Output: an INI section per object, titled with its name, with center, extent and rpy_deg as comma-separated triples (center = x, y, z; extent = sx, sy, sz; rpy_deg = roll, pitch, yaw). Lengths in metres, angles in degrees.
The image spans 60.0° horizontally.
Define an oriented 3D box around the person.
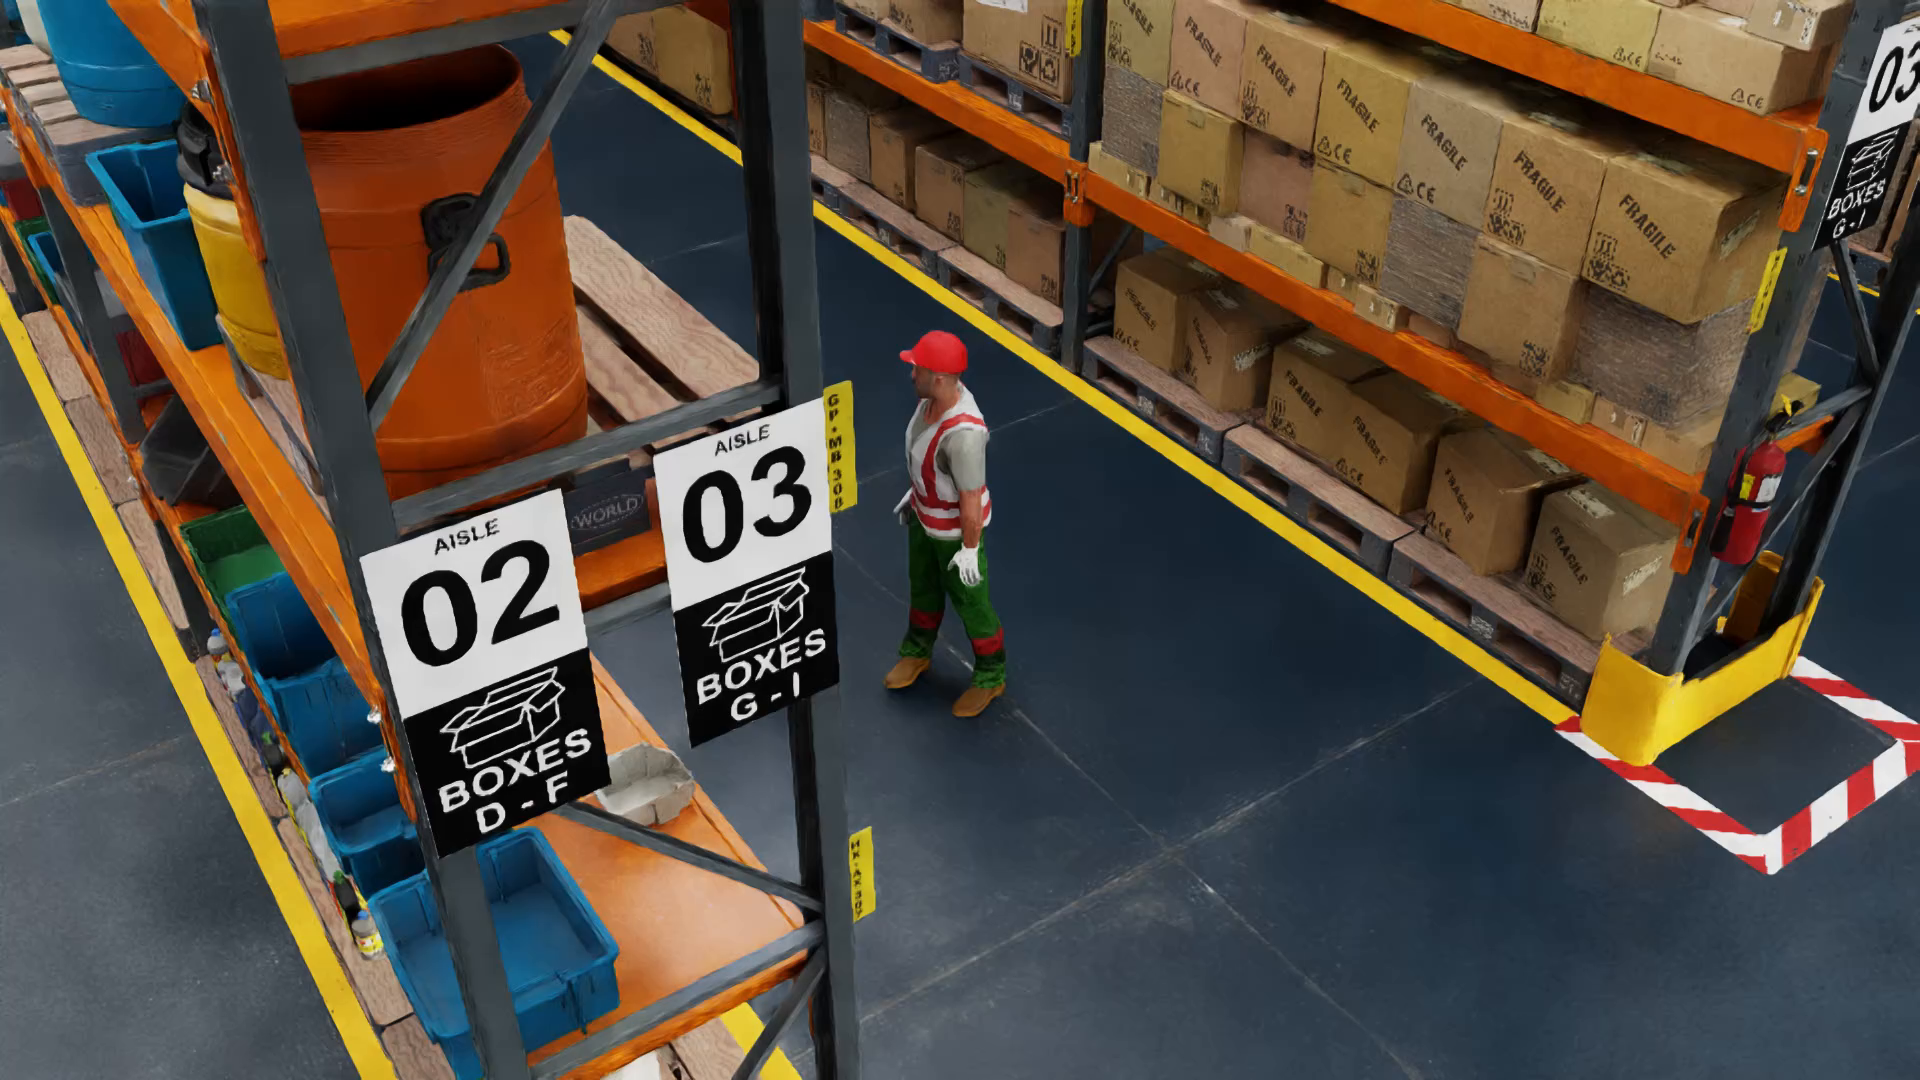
[person]
center = -0.087, -0.064, 7.037
extent = 0.525, 1.792, 0.575
rpy_deg = -12, 38, -16
